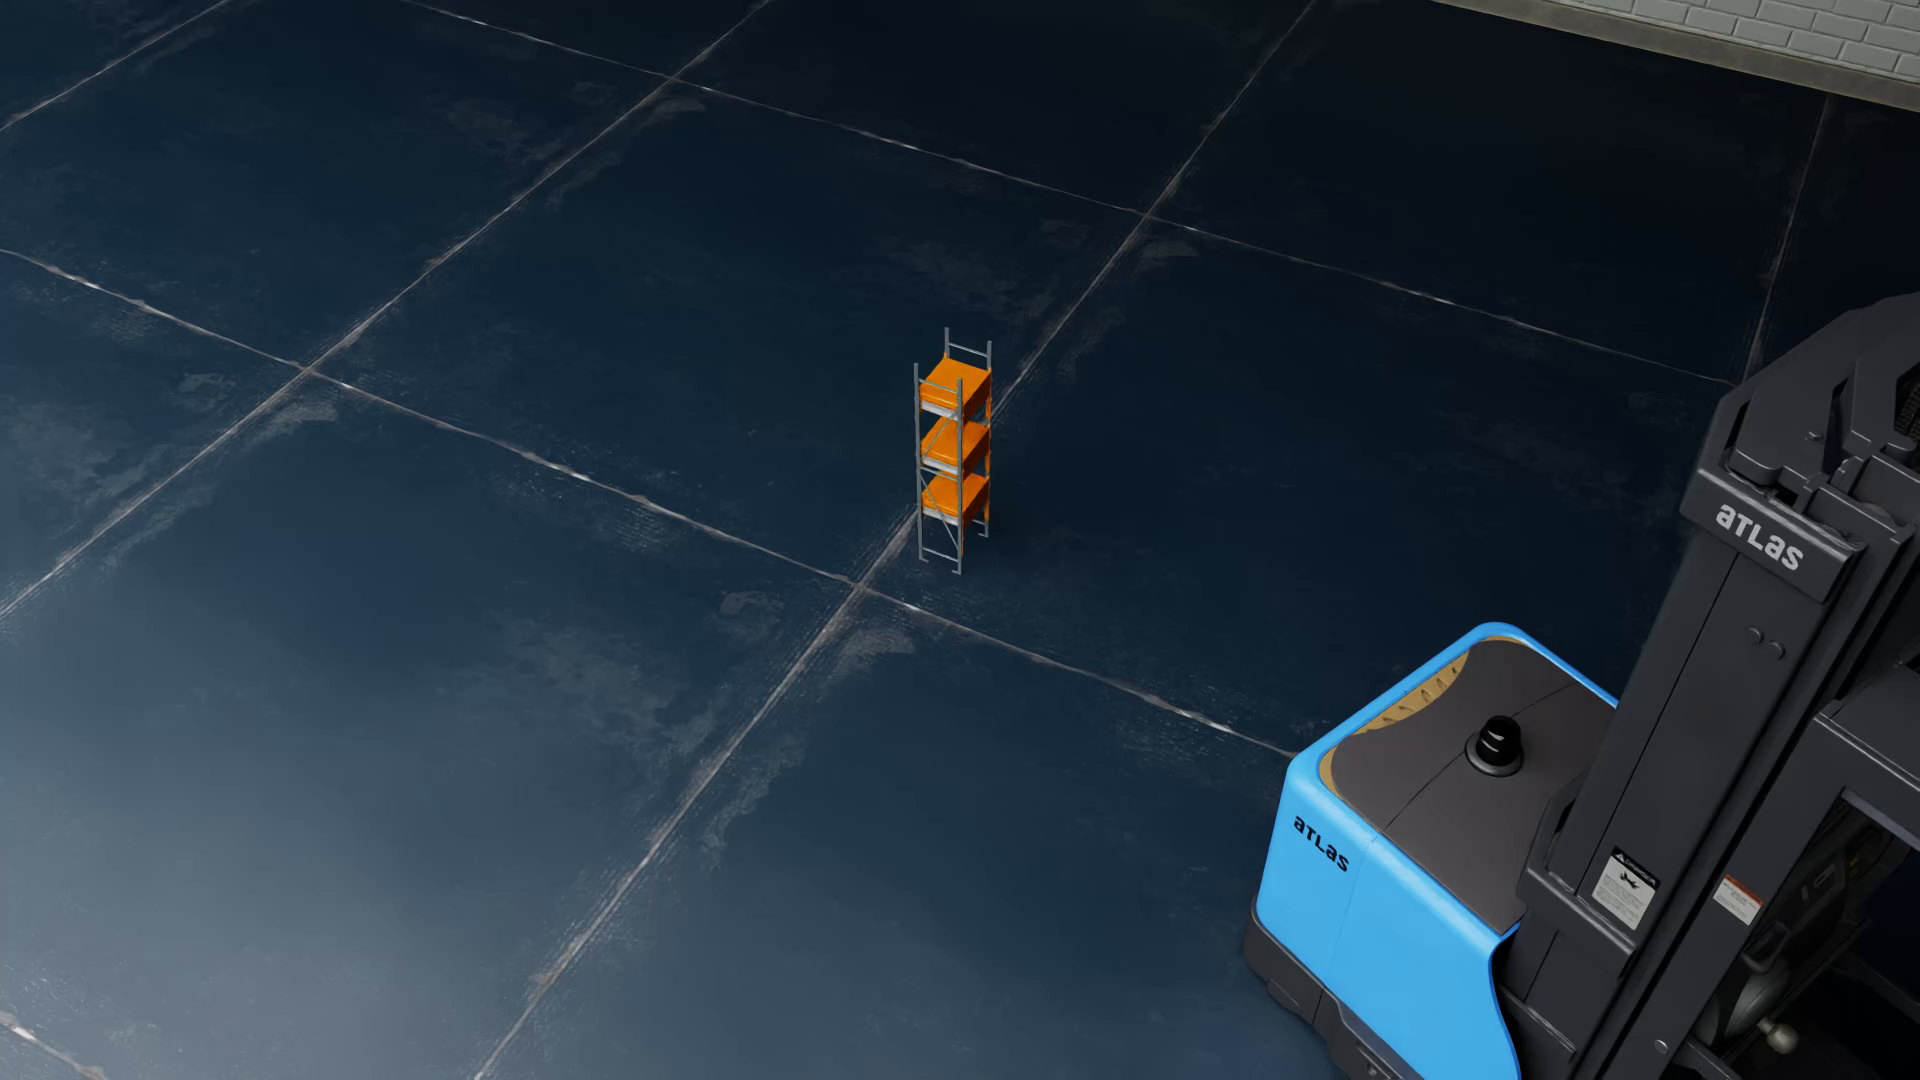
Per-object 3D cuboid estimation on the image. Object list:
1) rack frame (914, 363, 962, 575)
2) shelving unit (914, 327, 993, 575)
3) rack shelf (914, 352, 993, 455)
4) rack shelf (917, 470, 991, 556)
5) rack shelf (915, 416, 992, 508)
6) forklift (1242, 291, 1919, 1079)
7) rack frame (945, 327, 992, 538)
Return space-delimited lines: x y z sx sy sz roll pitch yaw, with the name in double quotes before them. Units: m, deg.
"rack frame" -0.081 -0.258 6.547 0.200 1.050 0.008 20 49 19
"shelving unit" -0.025 -0.335 6.623 0.215 1.050 0.252 20 49 19
"rack shelf" -0.025 -0.527 6.429 0.215 0.259 0.240 20 49 19
"rack shelf" -0.025 -0.133 6.828 0.215 0.259 0.240 20 49 19
"rack shelf" -0.025 -0.328 6.631 0.215 0.259 0.240 20 49 19
"forklift" 2.254 0.994 3.987 1.130 2.935 3.031 -29 52 -26
"rack frame" 0.032 -0.412 6.699 0.200 1.050 0.008 20 49 19
